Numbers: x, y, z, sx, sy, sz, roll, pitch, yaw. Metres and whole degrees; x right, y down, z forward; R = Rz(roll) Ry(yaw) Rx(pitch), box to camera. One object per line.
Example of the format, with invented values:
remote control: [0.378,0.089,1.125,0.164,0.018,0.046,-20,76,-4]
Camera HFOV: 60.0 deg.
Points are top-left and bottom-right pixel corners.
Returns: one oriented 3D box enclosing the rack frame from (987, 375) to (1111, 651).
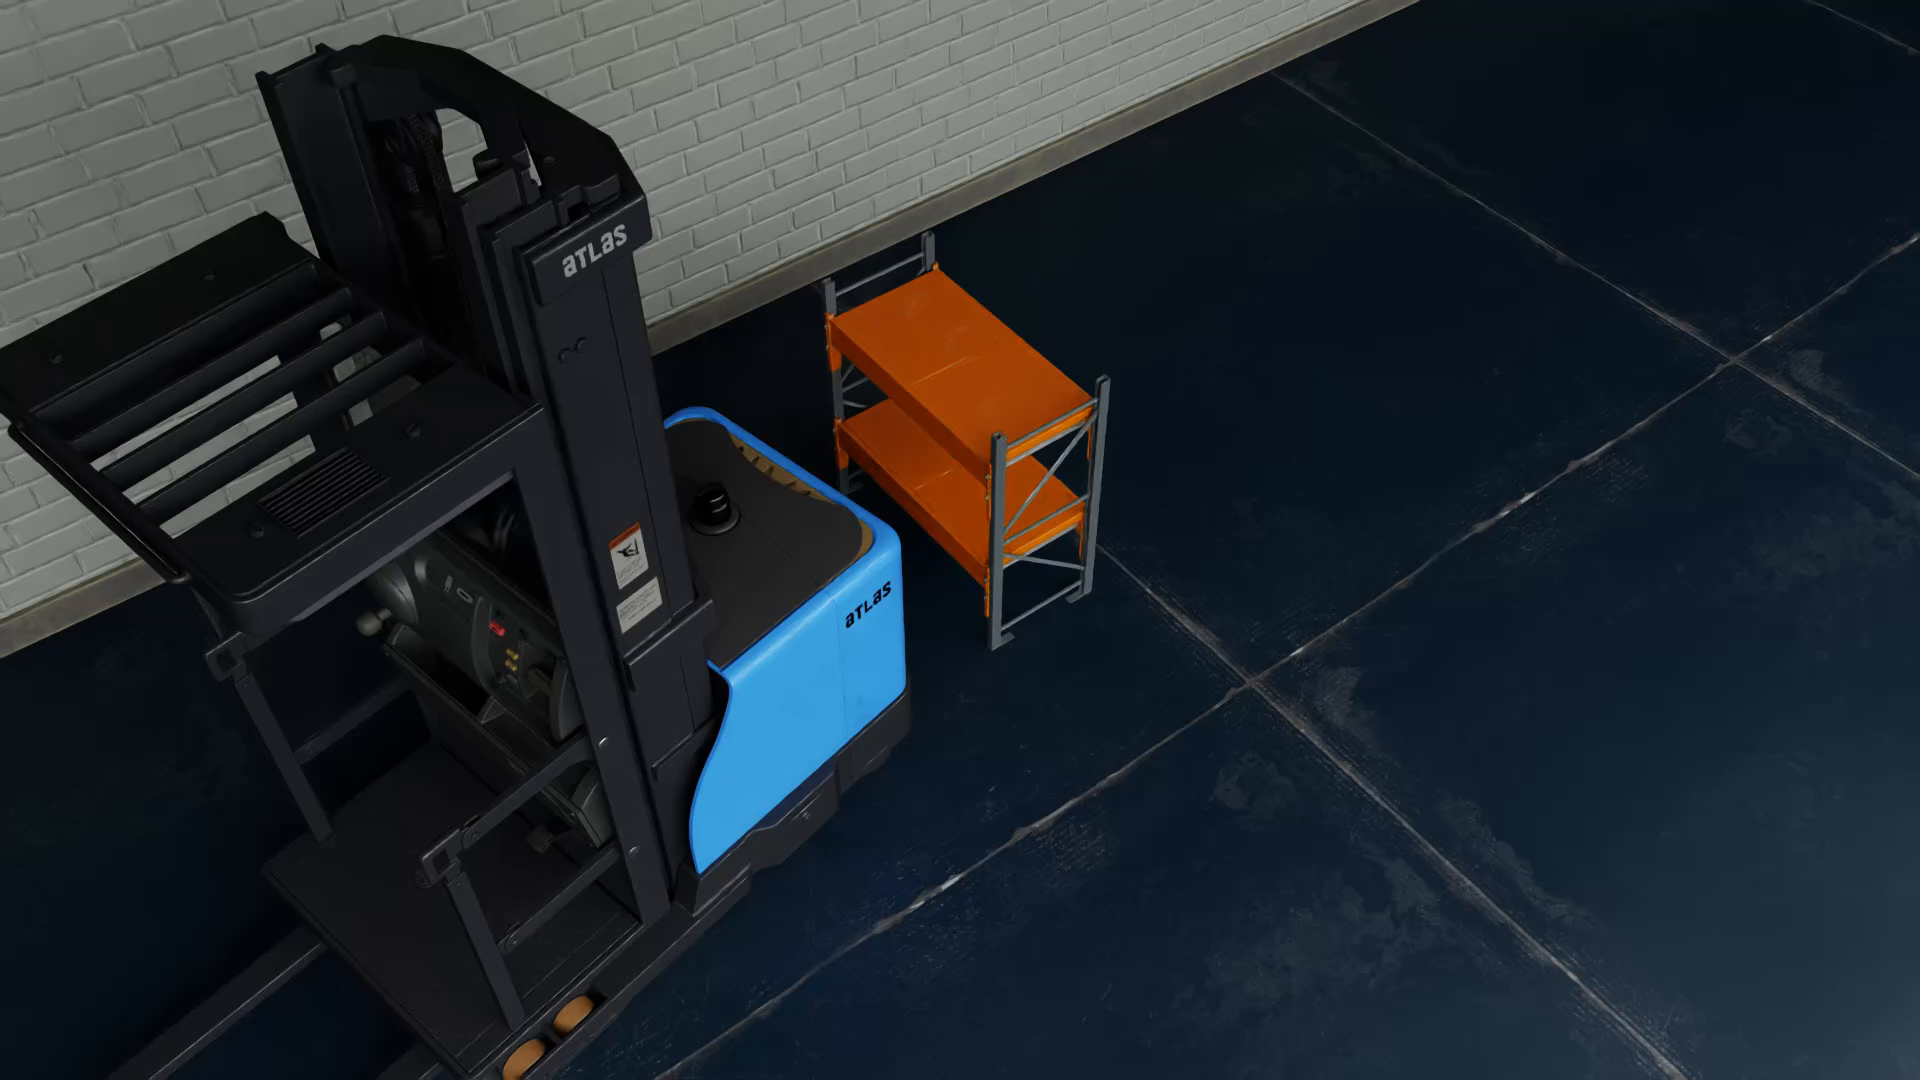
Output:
rack frame: [0.312,-0.074,6.057,0.500,1.125,0.032,-29,54,-24]

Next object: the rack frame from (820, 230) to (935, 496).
rack frame: [-0.304,-0.674,6.600,0.500,1.125,0.032,-29,54,-24]

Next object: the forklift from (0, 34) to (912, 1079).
forklift: [-1.523,0.305,4.494,1.130,2.935,3.031,33,56,26]

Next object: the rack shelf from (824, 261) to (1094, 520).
rack shelf: [0.004,-0.570,6.112,0.538,0.278,1.000,-29,54,-24]

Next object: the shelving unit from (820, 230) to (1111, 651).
shelving unit: [0.004,-0.374,6.328,0.538,1.125,1.048,-29,54,-24]

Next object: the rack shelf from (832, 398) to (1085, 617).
rack shelf: [0.004,-0.210,6.510,0.538,0.278,1.000,-29,54,-24]
